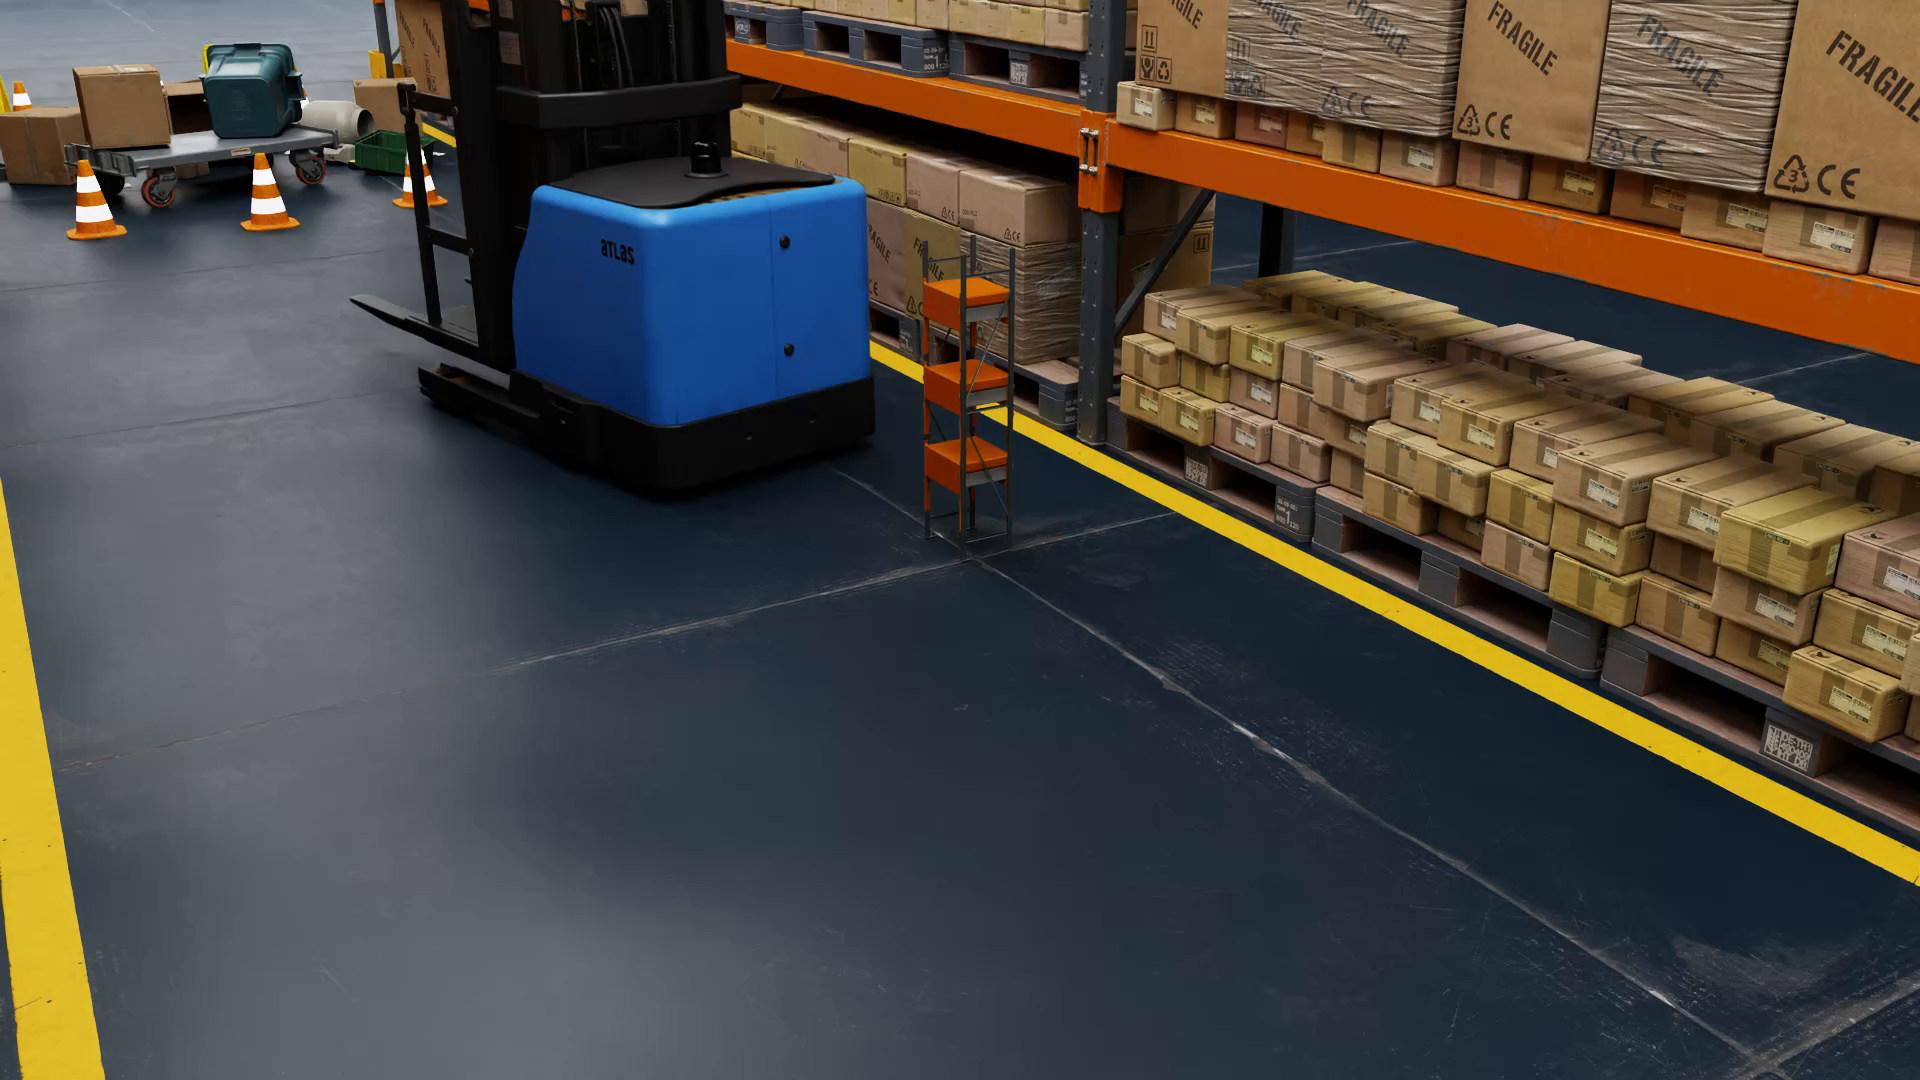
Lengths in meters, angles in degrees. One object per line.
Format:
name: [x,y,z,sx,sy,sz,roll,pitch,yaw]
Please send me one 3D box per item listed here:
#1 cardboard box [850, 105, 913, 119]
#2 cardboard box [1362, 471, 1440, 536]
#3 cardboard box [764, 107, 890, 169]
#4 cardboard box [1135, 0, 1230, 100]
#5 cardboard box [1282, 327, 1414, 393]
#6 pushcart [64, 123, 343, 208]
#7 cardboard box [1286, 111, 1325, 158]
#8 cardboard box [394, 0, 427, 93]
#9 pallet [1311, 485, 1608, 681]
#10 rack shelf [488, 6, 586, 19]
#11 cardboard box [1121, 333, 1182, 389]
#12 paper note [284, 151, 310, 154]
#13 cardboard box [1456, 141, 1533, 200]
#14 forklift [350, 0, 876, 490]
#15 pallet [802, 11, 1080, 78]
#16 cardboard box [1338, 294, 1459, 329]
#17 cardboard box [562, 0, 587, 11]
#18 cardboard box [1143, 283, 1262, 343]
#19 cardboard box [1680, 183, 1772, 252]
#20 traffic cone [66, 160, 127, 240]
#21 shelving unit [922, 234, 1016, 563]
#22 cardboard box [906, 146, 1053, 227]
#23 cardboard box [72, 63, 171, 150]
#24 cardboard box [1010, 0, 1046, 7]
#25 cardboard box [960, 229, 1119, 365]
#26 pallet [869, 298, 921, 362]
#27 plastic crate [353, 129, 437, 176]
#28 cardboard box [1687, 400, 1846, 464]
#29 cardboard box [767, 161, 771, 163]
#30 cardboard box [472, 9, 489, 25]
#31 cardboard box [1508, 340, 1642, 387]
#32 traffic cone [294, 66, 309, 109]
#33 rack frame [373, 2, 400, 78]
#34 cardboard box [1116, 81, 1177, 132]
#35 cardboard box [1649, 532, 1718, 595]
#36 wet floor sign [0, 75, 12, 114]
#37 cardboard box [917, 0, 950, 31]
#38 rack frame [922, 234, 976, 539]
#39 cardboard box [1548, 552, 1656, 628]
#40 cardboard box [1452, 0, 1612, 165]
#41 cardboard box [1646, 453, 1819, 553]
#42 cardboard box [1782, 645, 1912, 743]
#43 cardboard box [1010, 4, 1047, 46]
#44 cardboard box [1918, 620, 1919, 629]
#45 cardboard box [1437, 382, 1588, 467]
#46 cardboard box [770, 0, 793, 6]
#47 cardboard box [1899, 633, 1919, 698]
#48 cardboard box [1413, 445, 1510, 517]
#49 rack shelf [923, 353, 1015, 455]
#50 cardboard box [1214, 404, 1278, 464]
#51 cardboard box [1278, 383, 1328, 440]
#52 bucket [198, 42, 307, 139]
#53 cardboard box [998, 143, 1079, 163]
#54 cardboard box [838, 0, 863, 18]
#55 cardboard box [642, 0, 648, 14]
cardboard box: [-0.264,-2.221,9.058,0.500,0.250,0.500,-12,25,-27]
cardboard box: [1.545,-0.156,5.441,0.380,0.149,0.250,-13,26,-30]
cardboard box: [-0.703,-2.119,8.808,0.500,0.250,0.500,-13,25,-29]
cardboard box: [0.973,-1.850,5.851,0.500,0.500,0.500,-13,26,-29]
cardboard box: [1.349,-0.619,5.790,0.380,0.149,0.250,-13,26,-30]
pushcart: [-5.419,-2.719,12.000,0.936,0.377,1.648,17,28,36]
cardboard box: [1.311,-1.369,5.529,0.380,0.149,0.250,-14,26,-31]
cardboard box: [-4.790,-4.762,15.808,0.875,0.875,0.875,-12,25,-28]
pallet: [1.938,0.023,5.473,1.003,0.211,1.213,-13,25,-28]
rack shelf: [-2.128,-3.483,11.353,1.077,0.370,4.000,-13,25,-28]
cardboard box: [0.847,-0.707,6.401,0.380,0.149,0.250,-11,25,-26]
paper note: [-5.416,-3.173,13.587,0.172,0.023,0.155,-4,22,-10]
cardboard box: [1.692,-1.109,4.889,0.380,0.149,0.250,-12,25,-26]
forklift: [-1.713,-2.010,6.865,1.130,2.935,3.031,-19,29,-39]
pallet: [-0.060,-2.447,8.104,1.003,0.211,1.213,-13,25,-28]
cardboard box: [1.640,-0.804,6.245,0.380,0.149,0.250,-13,25,-29]
cardboard box: [-2.341,-3.798,11.040,0.500,0.500,0.500,-12,25,-27]
cardboard box: [0.935,-0.872,6.413,0.380,0.149,0.250,-11,25,-26]
cardboard box: [2.075,-0.849,4.251,0.380,0.149,0.250,-14,26,-31]
traffic cone: [-5.516,-2.172,10.540,0.336,0.463,0.334,-13,25,-28]
shelving unit: [0.027,-0.469,5.571,0.215,1.050,0.252,-13,25,-28]
cardboard box: [0.088,-1.620,7.579,0.500,0.250,0.500,-11,25,-26]
cardboard box: [-5.838,-3.024,11.582,0.500,0.500,0.500,-13,25,-28]
cardboard box: [0.428,-2.266,6.784,0.380,0.149,0.250,-12,25,-28]
cardboard box: [0.342,-1.102,7.301,0.500,0.500,0.500,-13,26,-29]
pallet: [-0.089,-1.230,8.556,1.003,0.211,1.213,-13,25,-28]
plastic crate: [-4.365,-2.992,12.848,0.450,0.188,0.662,9,22,-4]
cardboard box: [2.411,-0.292,4.985,0.380,0.149,0.250,-12,25,-26]
cardboard box: [-0.704,-1.766,8.934,0.500,0.500,0.500,-12,25,-28]
cardboard box: [-3.411,-3.891,13.666,0.875,0.875,0.875,-12,25,-27]
cardboard box: [2.072,-0.551,5.621,0.380,0.149,0.250,-14,26,-30]
traffic cone: [-6.142,-4.139,15.379,0.336,0.463,0.334,-13,25,-28]
rack frame: [-5.193,-5.759,15.996,1.000,3.000,0.127,-13,25,-28]
cardboard box: [0.800,-1.603,6.106,0.380,0.149,0.250,-12,25,-26]
cardboard box: [2.150,0.018,4.616,0.380,0.149,0.250,-13,25,-29]
wet floor sign: [-8.574,-3.951,14.674,0.267,0.644,0.232,-4,22,-10]
cardboard box: [0.030,-2.378,7.455,0.380,0.149,0.250,-14,26,-30]
rack frame: [-0.035,-0.509,5.668,0.200,1.050,0.008,-13,25,-28]
cardboard box: [1.931,0.103,4.804,0.380,0.149,0.250,-14,26,-31]
cardboard box: [1.758,-1.353,4.629,0.500,0.500,0.500,-11,25,-26]
cardboard box: [2.094,-0.099,4.511,0.380,0.149,0.250,-14,26,-30]
cardboard box: [2.314,0.353,4.189,0.380,0.149,0.250,-12,25,-27]
cardboard box: [0.431,-2.127,6.837,0.380,0.149,0.250,-12,25,-28]
cardboard box: [2.492,0.148,3.901,0.380,0.149,0.250,-12,25,-28]
cardboard box: [1.711,-0.362,5.156,0.380,0.149,0.250,-12,25,-28]
cardboard box: [-0.776,-2.890,8.713,0.380,0.149,0.250,-11,25,-26]
cardboard box: [2.465,0.293,3.941,0.380,0.149,0.250,-13,26,-30]
cardboard box: [1.643,-0.210,5.179,0.380,0.149,0.250,-12,25,-28]
rack shelf: [0.027,-0.459,5.575,0.215,0.259,0.240,-13,25,-28]
cardboard box: [1.154,-0.412,6.070,0.380,0.149,0.250,-13,25,-28]
cardboard box: [1.344,-0.483,5.848,0.380,0.149,0.250,-14,26,-31]
bucket: [-5.201,-3.252,12.158,0.726,0.611,0.620,-4,32,-10]
cardboard box: [0.513,-1.720,7.826,0.500,0.250,0.500,-12,25,-27]
cardboard box: [-0.372,-2.635,8.086,0.380,0.149,0.250,-12,25,-28]
cardboard box: [-1.567,-3.310,9.838,0.500,0.500,0.500,-13,25,-28]
